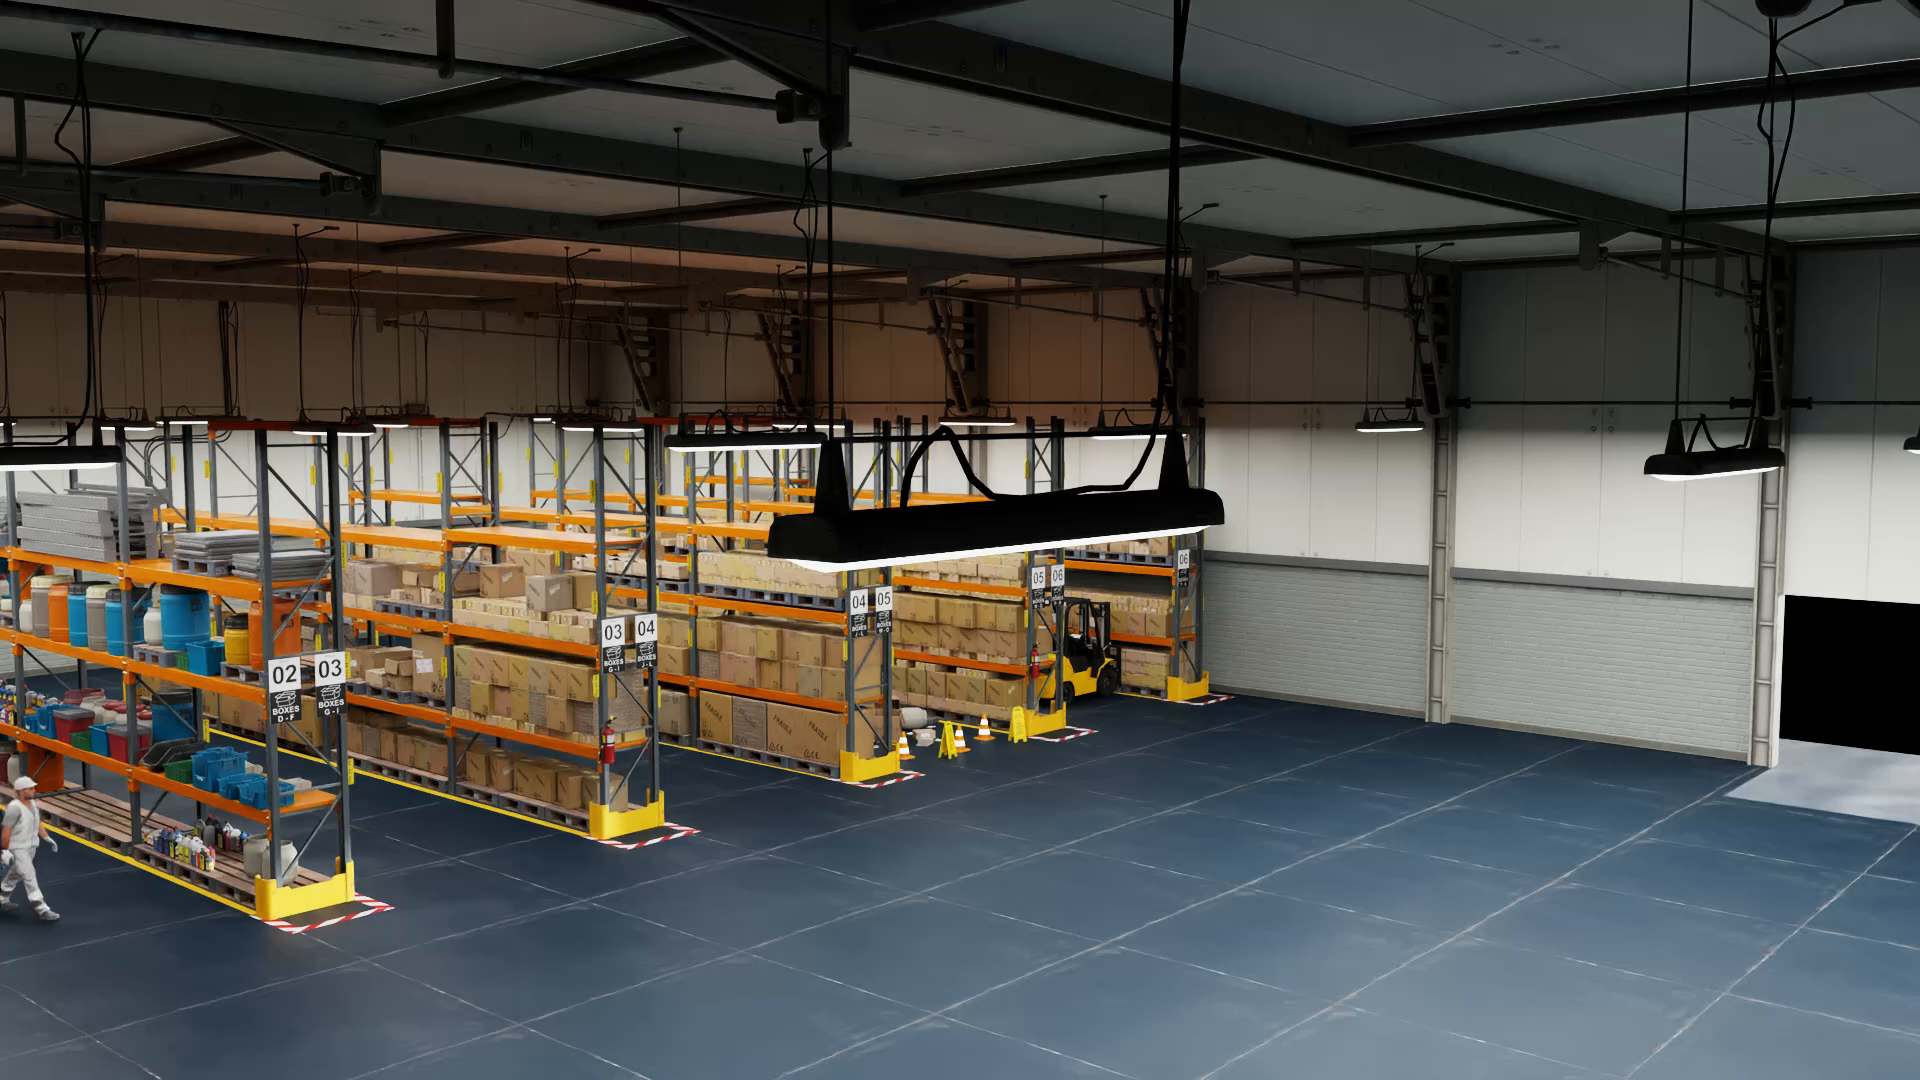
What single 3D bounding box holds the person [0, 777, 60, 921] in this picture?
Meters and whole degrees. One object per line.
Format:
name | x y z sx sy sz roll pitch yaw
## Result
person | -11.429 3.747 20.367 1.122 1.720 0.644 1 5 15
